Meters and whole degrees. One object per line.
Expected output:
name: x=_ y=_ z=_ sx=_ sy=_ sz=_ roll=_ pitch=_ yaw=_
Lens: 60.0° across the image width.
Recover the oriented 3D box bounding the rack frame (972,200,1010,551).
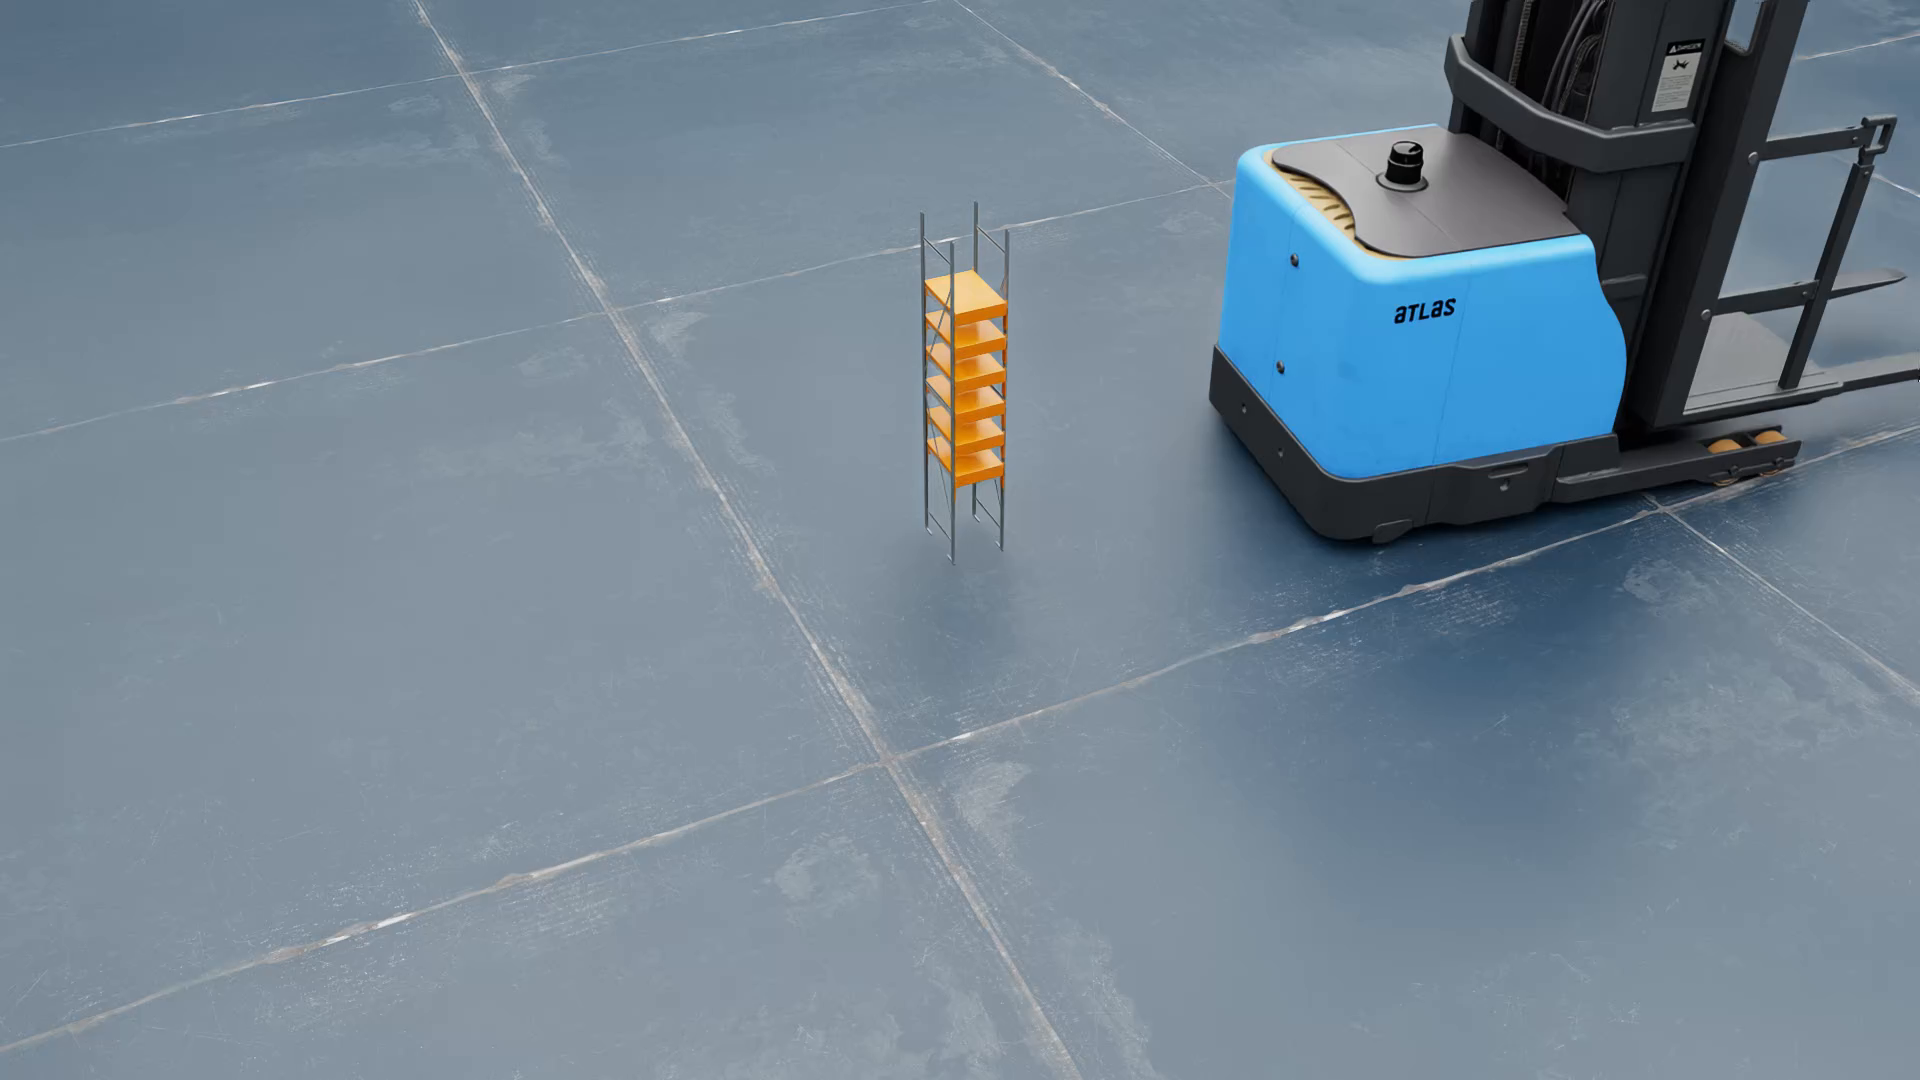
rack frame: x=0.096 y=-0.509 z=5.429 sx=0.006 sy=1.200 sz=0.240 roll=-16 pitch=39 yaw=-20

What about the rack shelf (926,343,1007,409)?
rack shelf: x=0.013 y=-0.546 z=5.352 sx=0.180 sy=0.103 sz=0.258 roll=-16 pitch=39 yaw=-20

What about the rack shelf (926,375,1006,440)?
rack shelf: x=0.013 y=-0.450 z=5.424 sx=0.180 sy=0.103 sz=0.258 roll=-16 pitch=39 yaw=-20

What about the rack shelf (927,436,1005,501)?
rack shelf: x=0.013 y=-0.257 z=5.567 sx=0.180 sy=0.103 sz=0.258 roll=-16 pitch=39 yaw=-20

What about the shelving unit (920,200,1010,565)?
shelving unit: x=0.013 y=-0.486 z=5.398 sx=0.189 sy=1.200 sz=0.258 roll=-16 pitch=39 yaw=-20

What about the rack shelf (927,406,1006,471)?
rack shelf: x=0.013 y=-0.354 z=5.495 sx=0.180 sy=0.103 sz=0.258 roll=-16 pitch=39 yaw=-20

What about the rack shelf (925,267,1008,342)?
rack shelf: x=0.013 y=-0.739 z=5.210 sx=0.180 sy=0.103 sz=0.258 roll=-16 pitch=39 yaw=-20

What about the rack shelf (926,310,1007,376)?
rack shelf: x=0.013 y=-0.643 z=5.281 sx=0.180 sy=0.103 sz=0.258 roll=-16 pitch=39 yaw=-20

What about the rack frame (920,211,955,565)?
rack frame: x=-0.070 y=-0.462 z=5.366 sx=0.006 sy=1.200 sz=0.240 roll=-16 pitch=39 yaw=-20

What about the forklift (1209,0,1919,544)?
forklift: x=2.527 y=-1.664 z=5.534 sx=3.031 sy=2.935 sz=1.130 roll=-10 pitch=38 yaw=-13
